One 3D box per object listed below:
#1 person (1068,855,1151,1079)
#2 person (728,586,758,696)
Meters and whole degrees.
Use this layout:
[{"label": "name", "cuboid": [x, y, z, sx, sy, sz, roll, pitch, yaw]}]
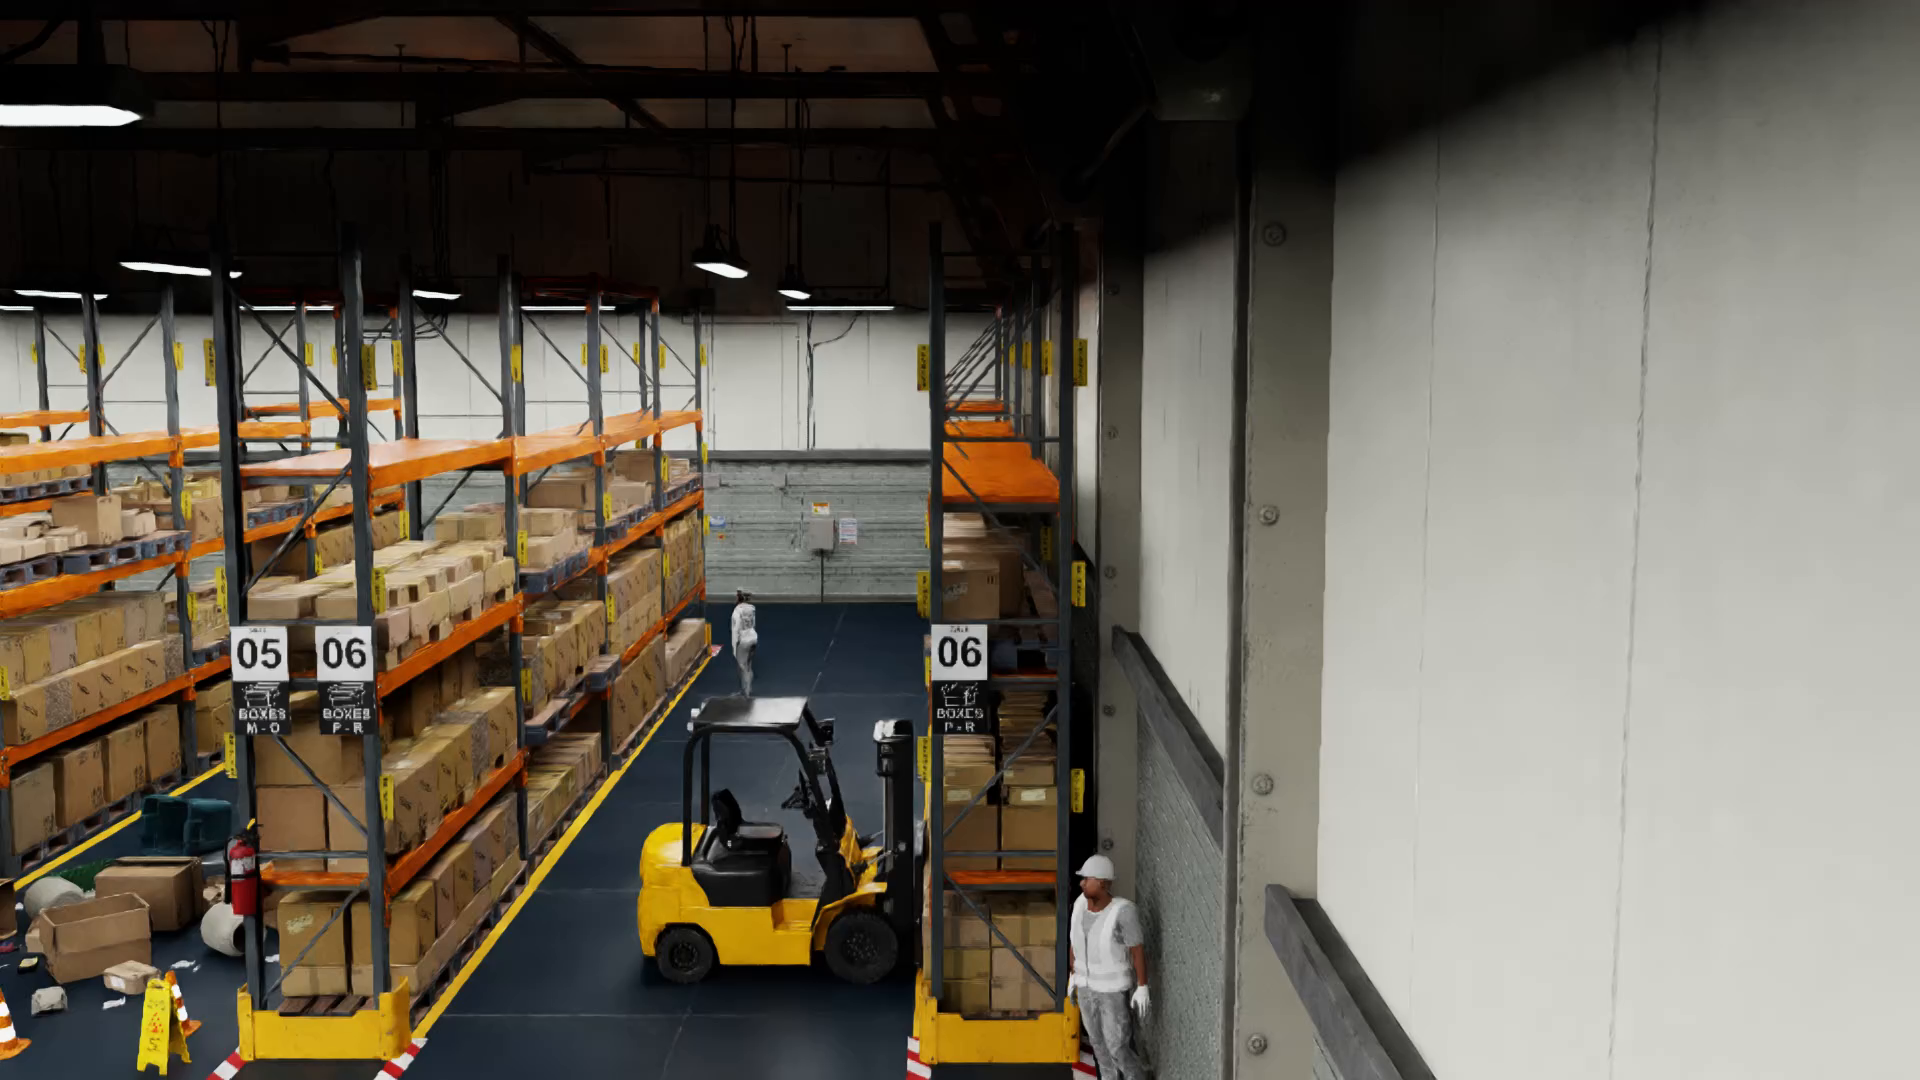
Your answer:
[{"label": "person", "cuboid": [1.013, 2.988, 11.144, 0.436, 1.780, 0.658, -6, 9, -43]}, {"label": "person", "cuboid": [-3.179, 1.511, 24.159, 0.459, 1.677, 0.525, 4, 8, 30]}]
